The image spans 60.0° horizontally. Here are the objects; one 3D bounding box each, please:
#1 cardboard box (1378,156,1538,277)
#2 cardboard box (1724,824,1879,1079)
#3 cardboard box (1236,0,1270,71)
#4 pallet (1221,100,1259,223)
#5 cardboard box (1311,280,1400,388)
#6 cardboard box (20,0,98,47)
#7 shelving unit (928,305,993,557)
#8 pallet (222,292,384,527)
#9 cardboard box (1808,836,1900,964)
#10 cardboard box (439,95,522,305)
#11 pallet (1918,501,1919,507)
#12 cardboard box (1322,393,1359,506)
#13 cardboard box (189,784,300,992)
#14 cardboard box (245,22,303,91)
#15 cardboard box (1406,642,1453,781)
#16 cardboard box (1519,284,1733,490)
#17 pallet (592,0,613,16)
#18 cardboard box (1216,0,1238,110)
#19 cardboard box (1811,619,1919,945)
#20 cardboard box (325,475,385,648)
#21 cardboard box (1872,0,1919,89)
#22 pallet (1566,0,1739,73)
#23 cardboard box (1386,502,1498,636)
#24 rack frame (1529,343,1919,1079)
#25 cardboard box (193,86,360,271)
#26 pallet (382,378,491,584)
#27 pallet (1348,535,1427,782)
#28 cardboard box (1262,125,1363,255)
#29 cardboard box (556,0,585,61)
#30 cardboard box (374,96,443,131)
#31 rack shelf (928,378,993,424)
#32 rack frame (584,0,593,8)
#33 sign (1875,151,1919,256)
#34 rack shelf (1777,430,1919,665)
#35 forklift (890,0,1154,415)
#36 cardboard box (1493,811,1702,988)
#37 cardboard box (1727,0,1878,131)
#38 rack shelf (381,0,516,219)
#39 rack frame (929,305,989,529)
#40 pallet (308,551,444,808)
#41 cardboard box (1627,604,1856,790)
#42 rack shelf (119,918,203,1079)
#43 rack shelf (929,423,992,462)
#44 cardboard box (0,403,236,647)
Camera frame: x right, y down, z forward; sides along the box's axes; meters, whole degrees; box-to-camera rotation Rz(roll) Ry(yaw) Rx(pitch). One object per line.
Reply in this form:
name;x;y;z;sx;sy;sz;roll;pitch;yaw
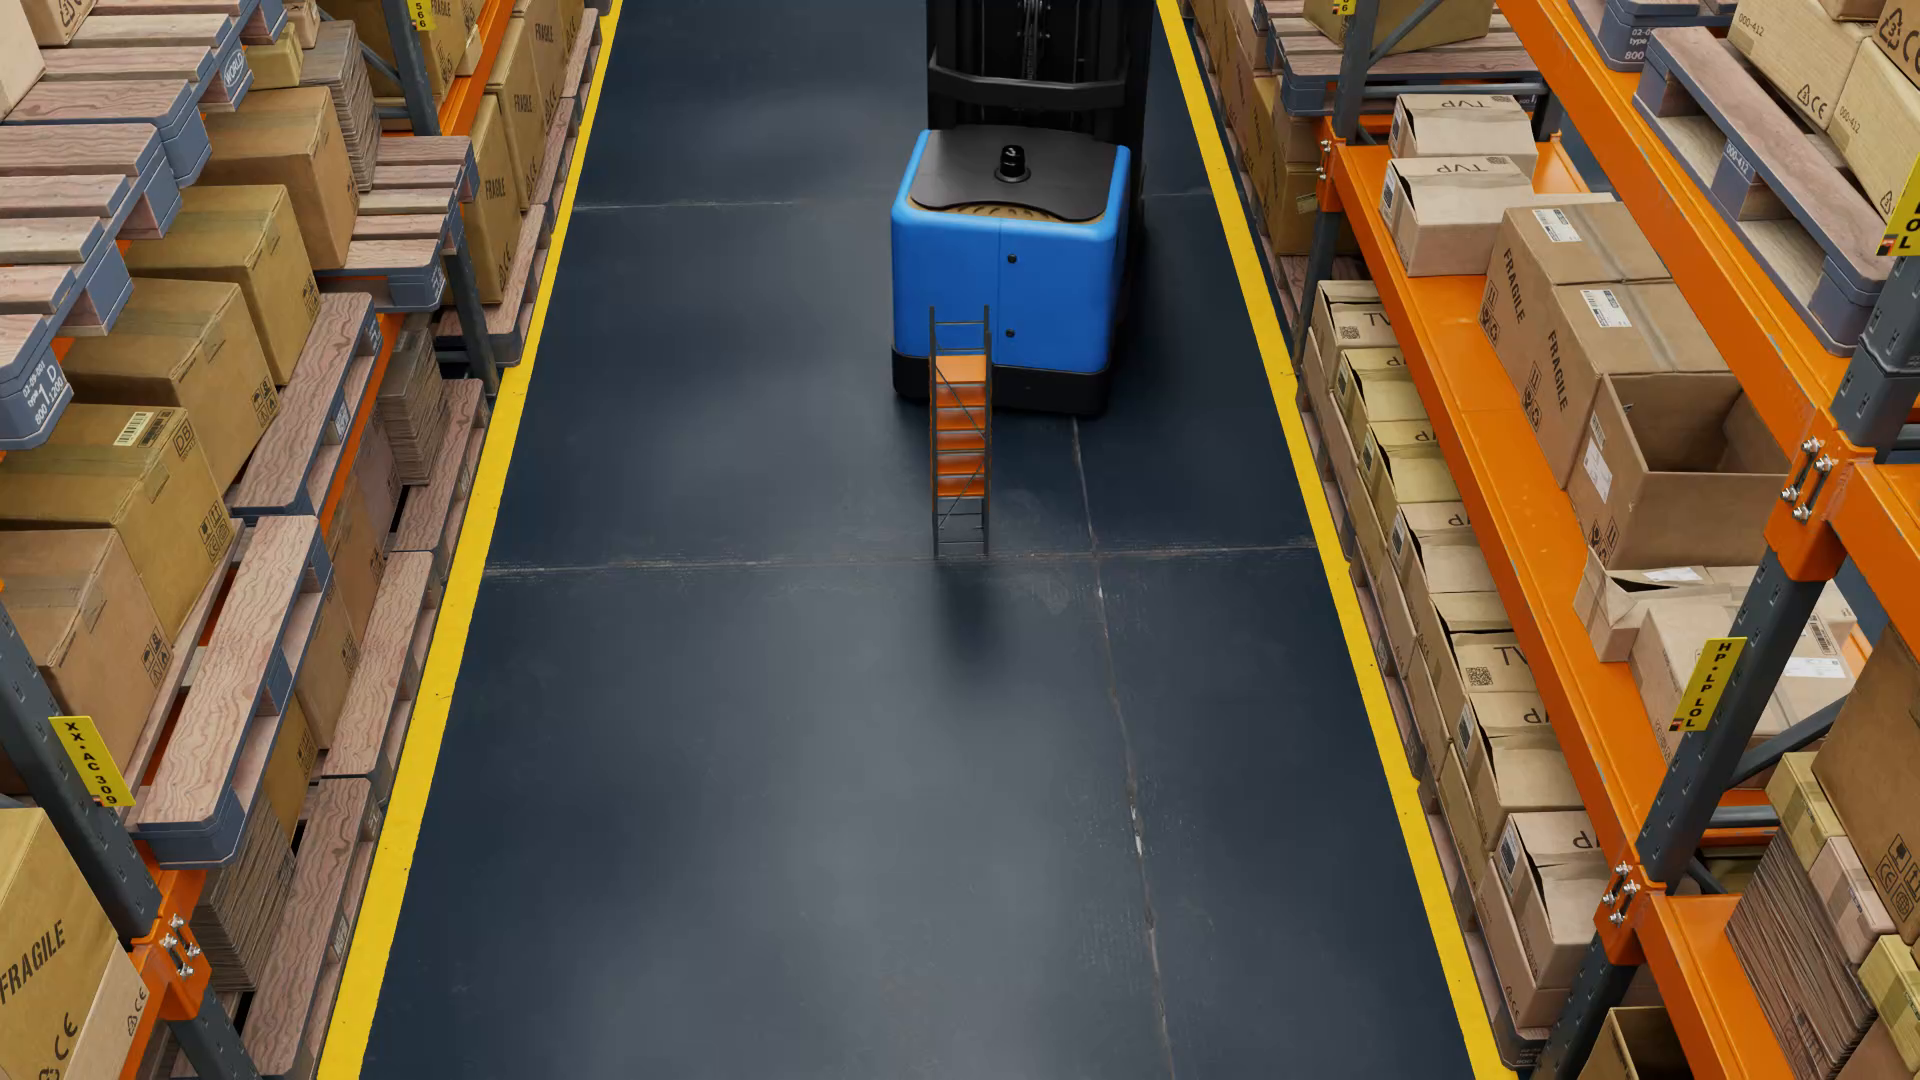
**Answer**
cardboard box;2.015;-1.333;6.700;0.500;0.311;0.500;-2;43;-2
cardboard box;2.365;0.988;4.028;0.700;0.500;0.500;-3;43;-3
cardboard box;1.842;-2.845;9.253;0.500;0.250;0.500;-2;43;-3
pallet;2.128;-2.274;9.724;1.003;0.211;1.213;-2;43;-2
cardboard box;1.899;-0.961;7.537;0.500;0.311;0.500;0;43;0
cardboard box;-2.605;-1.631;4.355;0.500;0.500;0.500;-3;43;-3
shelving unit;0.001;-0.433;6.984;0.258;1.200;0.189;-2;43;-2
pallet;-2.654;-0.424;5.785;1.003;0.211;1.213;-2;43;-2
cardboard box;2.169;0.806;3.746;0.380;0.149;0.250;-1;43;-1
cardboard box;-2.679;-1.693;8.307;0.750;0.750;0.750;-2;43;-2
pallet;2.402;0.228;2.777;1.003;0.211;1.213;-2;43;-2
cardboard box;1.921;-0.415;7.356;0.500;0.250;0.500;-3;43;-3
cardboard box;-2.657;1.133;5.468;0.700;0.500;0.500;0;43;0
cardboard box;-2.706;-1.820;6.285;0.380;0.149;0.250;-8;43;-9
cardboard box;1.991;0.626;6.221;0.500;0.250;0.500;-1;43;-1
cardboard box;2.280;-0.524;5.677;0.500;0.500;0.500;-2;43;-2
pallet;-2.903;-4.018;11.627;1.003;0.211;1.213;-2;43;-2
cardboard box;1.825;-2.885;9.852;0.500;0.500;0.500;-1;43;-1
cardboard box;2.365;0.510;3.589;0.700;0.500;0.500;-1;43;-2
cardboard box;-2.741;0.099;6.596;0.700;0.500;0.500;-2;43;-2
cardboard box;2.353;-1.174;3.486;0.500;0.500;0.500;-1;43;-1
pallet;2.339;-1.801;5.064;1.003;0.211;1.213;0;43;0
cardboard box;1.972;0.085;6.396;0.500;0.311;0.500;-2;43;-2
rack frame;2.340;0.726;4.388;1.000;3.000;0.127;-2;43;-2
cardboard box;-2.698;-1.336;6.237;0.700;0.500;0.500;-5;43;-6
pallet;-2.747;-0.275;7.543;1.003;0.211;1.213;-2;43;-2
pallet;2.215;0.432;6.773;1.003;0.211;1.213;-2;43;-2
cardboard box;1.896;-1.840;8.712;0.500;0.500;0.500;0;43;0
cardboard box;-2.791;-3.458;10.232;0.750;0.750;0.750;-1;43;-1
cardboard box;-2.561;-1.974;7.504;0.380;0.149;0.250;-2;43;-2
rack shelf;0.001;-0.577;6.851;0.258;0.103;0.180;-2;43;-2
rack frame;-2.949;-4.531;10.122;1.000;3.000;0.127;-2;43;-2
sign;1.798;-0.665;3.070;0.100;0.325;0.005;-2;43;-2
rack shelf;2.425;1.235;2.145;1.077;0.370;4.000;-2;43;-2
forklift;0.421;-2.681;8.155;1.130;2.935;3.031;6;43;7
cardboard box;2.037;1.112;5.275;0.500;0.311;0.500;-2;43;-2
cardboard box;2.298;-1.267;4.142;0.500;0.250;0.500;-5;43;-6
rack shelf;-2.864;-2.915;8.893;1.077;0.370;4.000;-2;43;-2
rack frame;-0.003;-0.494;7.051;0.240;1.200;0.006;-2;43;-2
pallet;-2.698;0.547;6.647;1.003;0.211;1.213;-2;43;-2
cardboard box;2.276;0.450;4.800;0.500;0.250;0.500;1;43;1
rack shelf;-2.524;2.486;3.000;1.077;0.370;4.000;-2;43;-2
rack shelf;0.001;-0.400;7.014;0.258;0.103;0.180;-2;43;-2
cardboard box;-2.613;-0.051;4.836;0.700;0.500;0.500;2;43;3
